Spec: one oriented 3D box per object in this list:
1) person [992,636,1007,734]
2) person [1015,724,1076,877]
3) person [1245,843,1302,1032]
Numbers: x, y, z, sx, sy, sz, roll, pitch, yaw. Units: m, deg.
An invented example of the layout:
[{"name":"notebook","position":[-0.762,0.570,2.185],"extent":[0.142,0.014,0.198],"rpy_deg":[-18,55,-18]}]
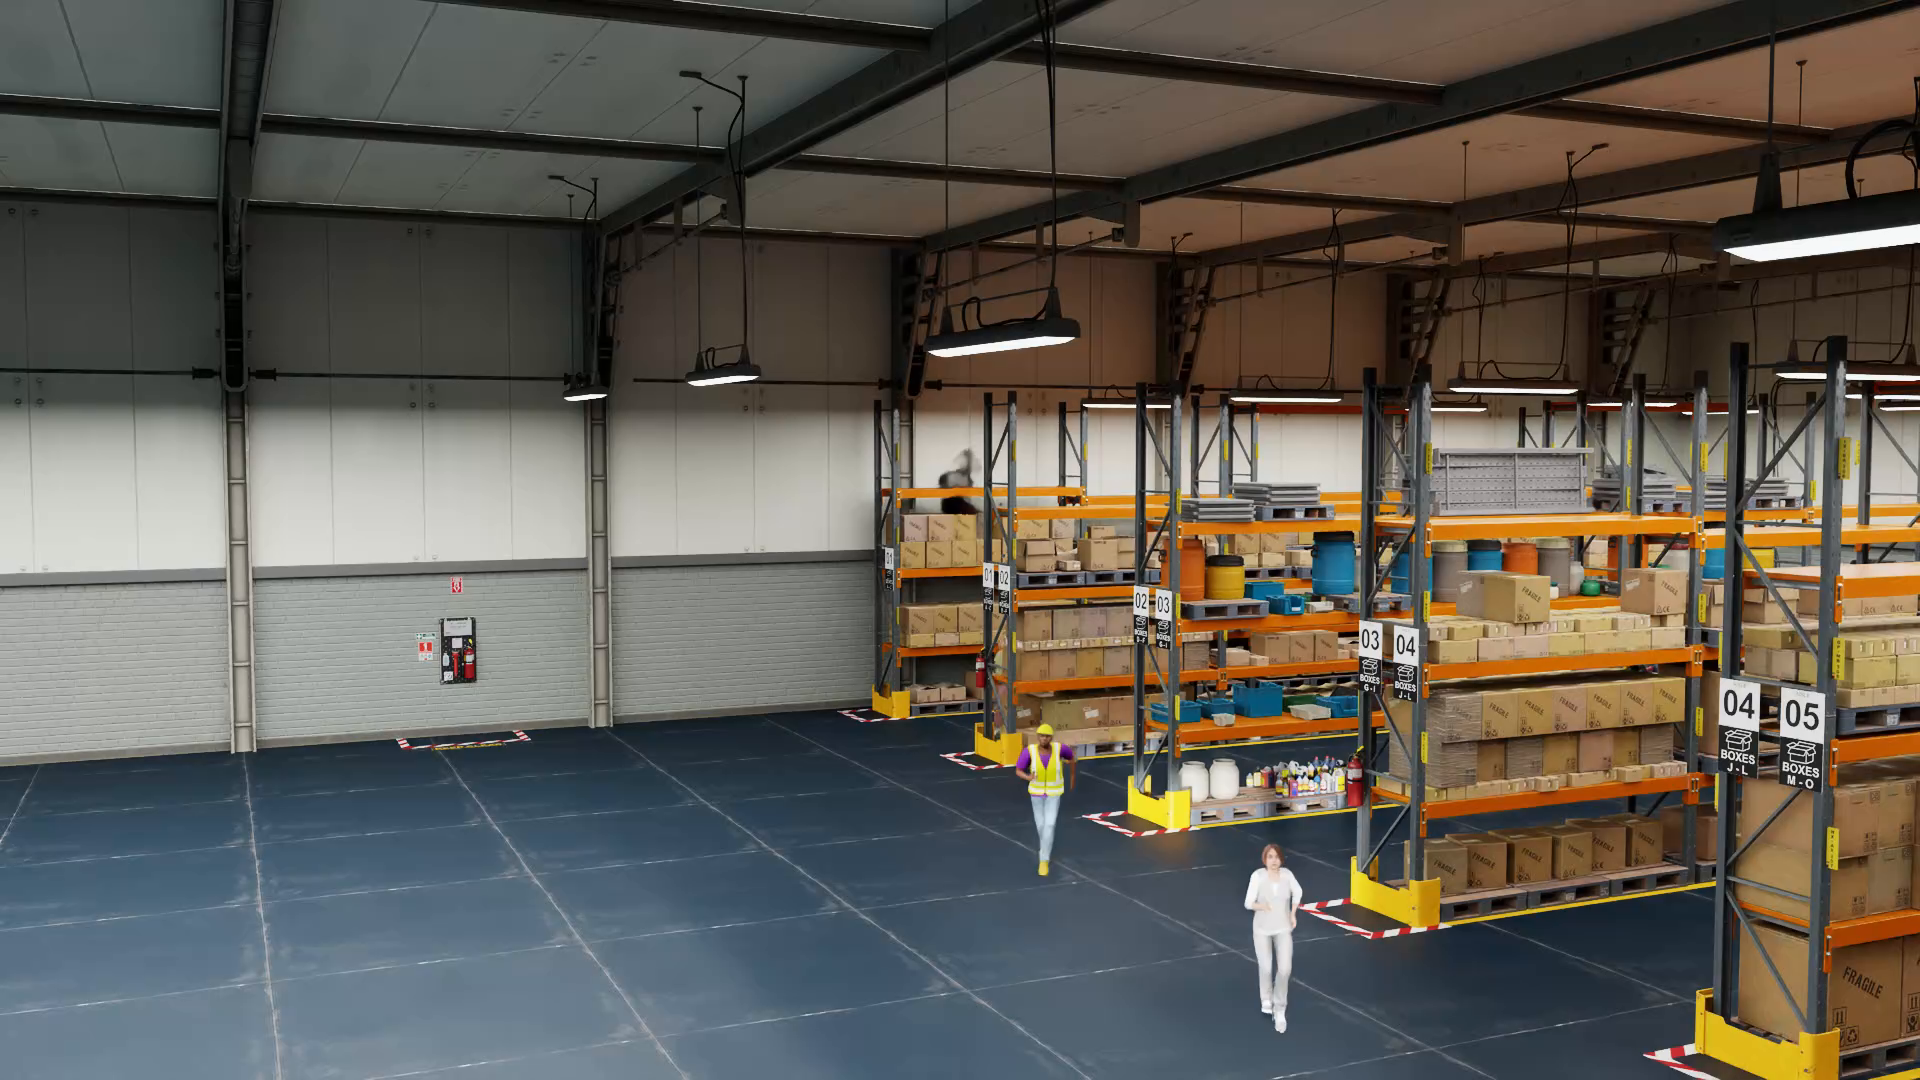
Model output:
[{"name":"person","position":[0.795,2.532,29.066],"extent":[0.858,1.708,0.583],"rpy_deg":[-2,4,-33]},{"name":"person","position":[1.038,3.107,20.250],"extent":[0.729,1.795,0.984],"rpy_deg":[0,3,5]},{"name":"person","position":[2.781,3.506,14.750],"extent":[0.514,1.635,0.660],"rpy_deg":[0,3,7]}]
